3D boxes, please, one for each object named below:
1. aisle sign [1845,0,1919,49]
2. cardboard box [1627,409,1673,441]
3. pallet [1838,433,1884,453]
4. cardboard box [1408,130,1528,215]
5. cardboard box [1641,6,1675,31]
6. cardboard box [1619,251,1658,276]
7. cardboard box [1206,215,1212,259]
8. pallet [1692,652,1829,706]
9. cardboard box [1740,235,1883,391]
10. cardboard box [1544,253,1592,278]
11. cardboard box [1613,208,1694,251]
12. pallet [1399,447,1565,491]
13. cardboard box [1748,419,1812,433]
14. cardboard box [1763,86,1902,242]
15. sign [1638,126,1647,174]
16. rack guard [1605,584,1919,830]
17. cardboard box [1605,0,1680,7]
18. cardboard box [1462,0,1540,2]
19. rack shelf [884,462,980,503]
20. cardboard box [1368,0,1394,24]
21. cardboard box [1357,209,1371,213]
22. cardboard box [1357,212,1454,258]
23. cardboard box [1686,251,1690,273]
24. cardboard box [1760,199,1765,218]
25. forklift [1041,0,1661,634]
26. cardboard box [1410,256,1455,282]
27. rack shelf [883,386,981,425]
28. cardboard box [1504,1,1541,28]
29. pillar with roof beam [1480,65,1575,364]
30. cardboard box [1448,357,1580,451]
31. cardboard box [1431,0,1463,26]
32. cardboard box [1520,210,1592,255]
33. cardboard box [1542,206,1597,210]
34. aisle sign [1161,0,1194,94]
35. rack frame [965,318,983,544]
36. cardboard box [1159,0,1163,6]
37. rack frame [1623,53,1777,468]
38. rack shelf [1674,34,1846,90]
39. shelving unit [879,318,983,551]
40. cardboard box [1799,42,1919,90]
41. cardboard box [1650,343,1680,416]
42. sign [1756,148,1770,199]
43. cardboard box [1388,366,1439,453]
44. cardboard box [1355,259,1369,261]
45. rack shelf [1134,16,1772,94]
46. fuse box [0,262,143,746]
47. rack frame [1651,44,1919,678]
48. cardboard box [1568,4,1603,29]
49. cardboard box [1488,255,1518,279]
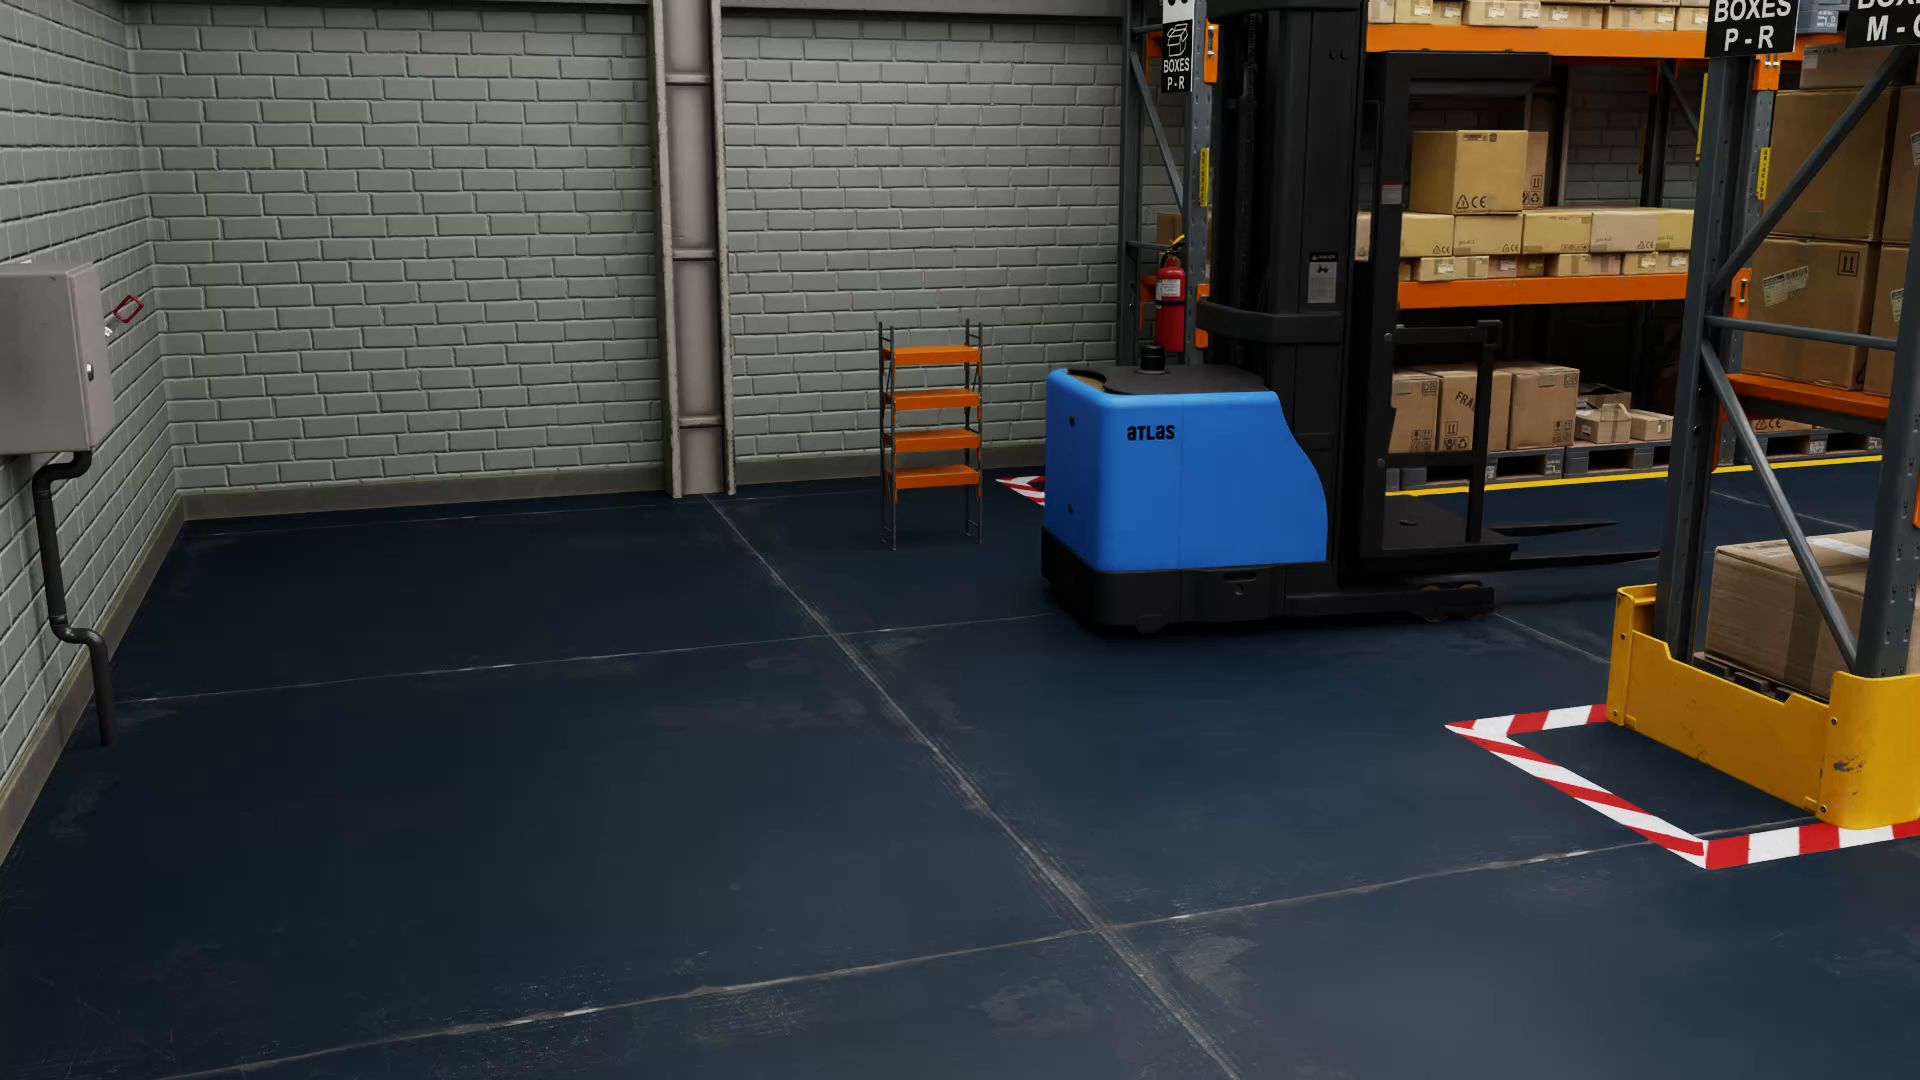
[{"bbox_3d":[2.826,-1.873,4.919,0.004,0.787,0.394,-4,14,-18],"label":"aisle sign"},{"bbox_3d":[4.572,-0.773,11.164,0.250,0.149,0.380,-5,14,-20],"label":"cardboard box"},{"bbox_3d":[6.923,-0.864,12.318,1.213,0.211,1.003,-4,14,-18],"label":"pallet"},{"bbox_3d":[3.153,-2.288,10.339,0.500,0.500,0.500,-4,14,-17],"label":"cardboard box"},{"bbox_3d":[4.269,-3.272,10.476,0.250,0.149,0.380,-4,14,-16],"label":"cardboard box"},{"bbox_3d":[4.306,-1.812,10.820,0.250,0.149,0.380,-4,14,-17],"label":"cardboard box"},{"bbox_3d":[1.731,-1.812,9.960,0.500,0.250,0.500,-4,14,-18],"label":"cardboard box"},{"bbox_3d":[3.535,0.603,6.152,1.213,0.211,1.003,-4,14,-18],"label":"pallet"},{"bbox_3d":[3.174,-0.820,5.891,0.500,0.500,0.500,-4,14,-18],"label":"cardboard box"},{"bbox_3d":[3.816,-1.773,10.658,0.250,0.149,0.380,-5,14,-19],"label":"cardboard box"},{"bbox_3d":[4.601,-2.042,10.926,0.500,0.250,0.500,-4,14,-17],"label":"cardboard box"},{"bbox_3d":[3.197,-0.563,11.054,1.213,0.211,1.003,-4,14,-18],"label":"pallet"},{"bbox_3d":[5.536,-1.036,11.509,0.500,0.500,0.500,-4,14,-16],"label":"cardboard box"},{"bbox_3d":[3.183,-1.300,5.751,0.500,0.500,0.500,-4,14,-16],"label":"cardboard box"},{"bbox_3d":[4.826,-2.746,11.703,0.005,0.325,0.100,-4,14,-18],"label":"sign"},{"bbox_3d":[2.779,0.540,5.791,0.348,0.500,1.175,-4,14,-18],"label":"rack guard"},{"bbox_3d":[4.139,-3.461,10.410,0.500,0.250,0.500,-5,14,-20],"label":"cardboard box"},{"bbox_3d":[3.170,-3.390,10.112,0.500,0.250,0.500,-5,14,-19],"label":"cardboard box"},{"bbox_3d":[-0.157,-0.313,9.014,0.480,0.148,0.258,-4,14,-18],"label":"rack shelf"},{"bbox_3d":[2.349,-3.112,9.803,0.250,0.149,0.380,-4,14,-17],"label":"cardboard box"},{"bbox_3d":[2.526,-2.003,10.763,0.500,0.250,0.500,-4,14,-16],"label":"cardboard box"},{"bbox_3d":[2.688,-1.887,10.277,0.500,0.250,0.500,-5,14,-19],"label":"cardboard box"},{"bbox_3d":[4.784,-1.860,11.023,0.250,0.149,0.380,-4,14,-17],"label":"cardboard box"},{"bbox_3d":[5.536,-2.301,11.210,0.500,0.500,0.700,-4,14,-17],"label":"cardboard box"},{"bbox_3d":[1.969,-1.166,7.713,3.031,2.935,1.130,-3,14,-11],"label":"forklift"},{"bbox_3d":[2.851,-1.692,10.317,0.250,0.149,0.380,-5,14,-20],"label":"cardboard box"},{"bbox_3d":[-0.157,-0.724,8.916,0.480,0.148,0.258,-4,14,-18],"label":"rack shelf"},{"bbox_3d":[3.310,-3.187,10.119,0.250,0.149,0.380,-4,14,-17],"label":"cardboard box"},{"bbox_3d":[5.432,-4.182,7.277,0.400,9.000,9.100,-4,14,-18],"label":"pillar with roof beam"},{"bbox_3d":[3.631,-0.910,10.979,0.500,0.500,0.700,-5,14,-20],"label":"cardboard box"},{"bbox_3d":[2.810,-3.164,10.025,0.250,0.149,0.380,-5,14,-19],"label":"cardboard box"},{"bbox_3d":[3.654,-1.968,10.614,0.500,0.250,0.500,-5,14,-18],"label":"cardboard box"},{"bbox_3d":[3.977,-2.117,11.242,0.500,0.250,0.500,-5,14,-19],"label":"cardboard box"},{"bbox_3d":[1.244,-2.961,9.492,0.004,0.787,0.394,-4,14,-18],"label":"aisle sign"},{"bbox_3d":[0.074,-0.590,9.028,0.015,1.200,0.240,-4,14,-18],"label":"rack frame"},{"bbox_3d":[1.550,-3.389,10.110,0.500,0.250,0.500,-5,14,-19],"label":"cardboard box"},{"bbox_3d":[5.006,-2.061,11.326,0.127,3.000,1.000,-4,14,-18],"label":"rack frame"},{"bbox_3d":[6.902,-3.318,11.683,4.000,0.370,1.077,-4,14,-18],"label":"rack shelf"},{"bbox_3d":[-0.157,-0.571,8.953,0.503,1.200,0.258,-4,14,-18],"label":"shelving unit"},{"bbox_3d":[3.078,-1.599,5.603,0.250,0.149,0.380,-4,14,-17],"label":"cardboard box"},{"bbox_3d":[5.377,-1.150,11.992,0.500,0.500,0.500,-5,14,-18],"label":"cardboard box"},{"bbox_3d":[5.186,-2.364,10.728,0.005,0.325,0.100,-4,14,-18],"label":"sign"},{"bbox_3d":[2.648,-0.833,10.657,0.500,0.500,0.700,-4,14,-16],"label":"cardboard box"},{"bbox_3d":[2.337,-1.669,10.220,0.250,0.149,0.380,-4,14,-16],"label":"cardboard box"},{"bbox_3d":[3.111,-3.023,10.442,4.000,0.370,1.077,-4,14,-18],"label":"rack shelf"},{"bbox_3d":[-3.067,-0.101,5.869,0.414,1.711,0.539,-4,14,-18],"label":"fuse box"},{"bbox_3d":[2.802,-0.678,5.509,0.127,3.000,1.000,-4,14,-18],"label":"rack frame"},{"bbox_3d":[3.772,-3.241,10.348,0.250,0.149,0.380,-4,14,-16],"label":"cardboard box"},{"bbox_3d":[3.316,-1.750,10.561,0.250,0.149,0.380,-4,14,-18],"label":"cardboard box"}]
